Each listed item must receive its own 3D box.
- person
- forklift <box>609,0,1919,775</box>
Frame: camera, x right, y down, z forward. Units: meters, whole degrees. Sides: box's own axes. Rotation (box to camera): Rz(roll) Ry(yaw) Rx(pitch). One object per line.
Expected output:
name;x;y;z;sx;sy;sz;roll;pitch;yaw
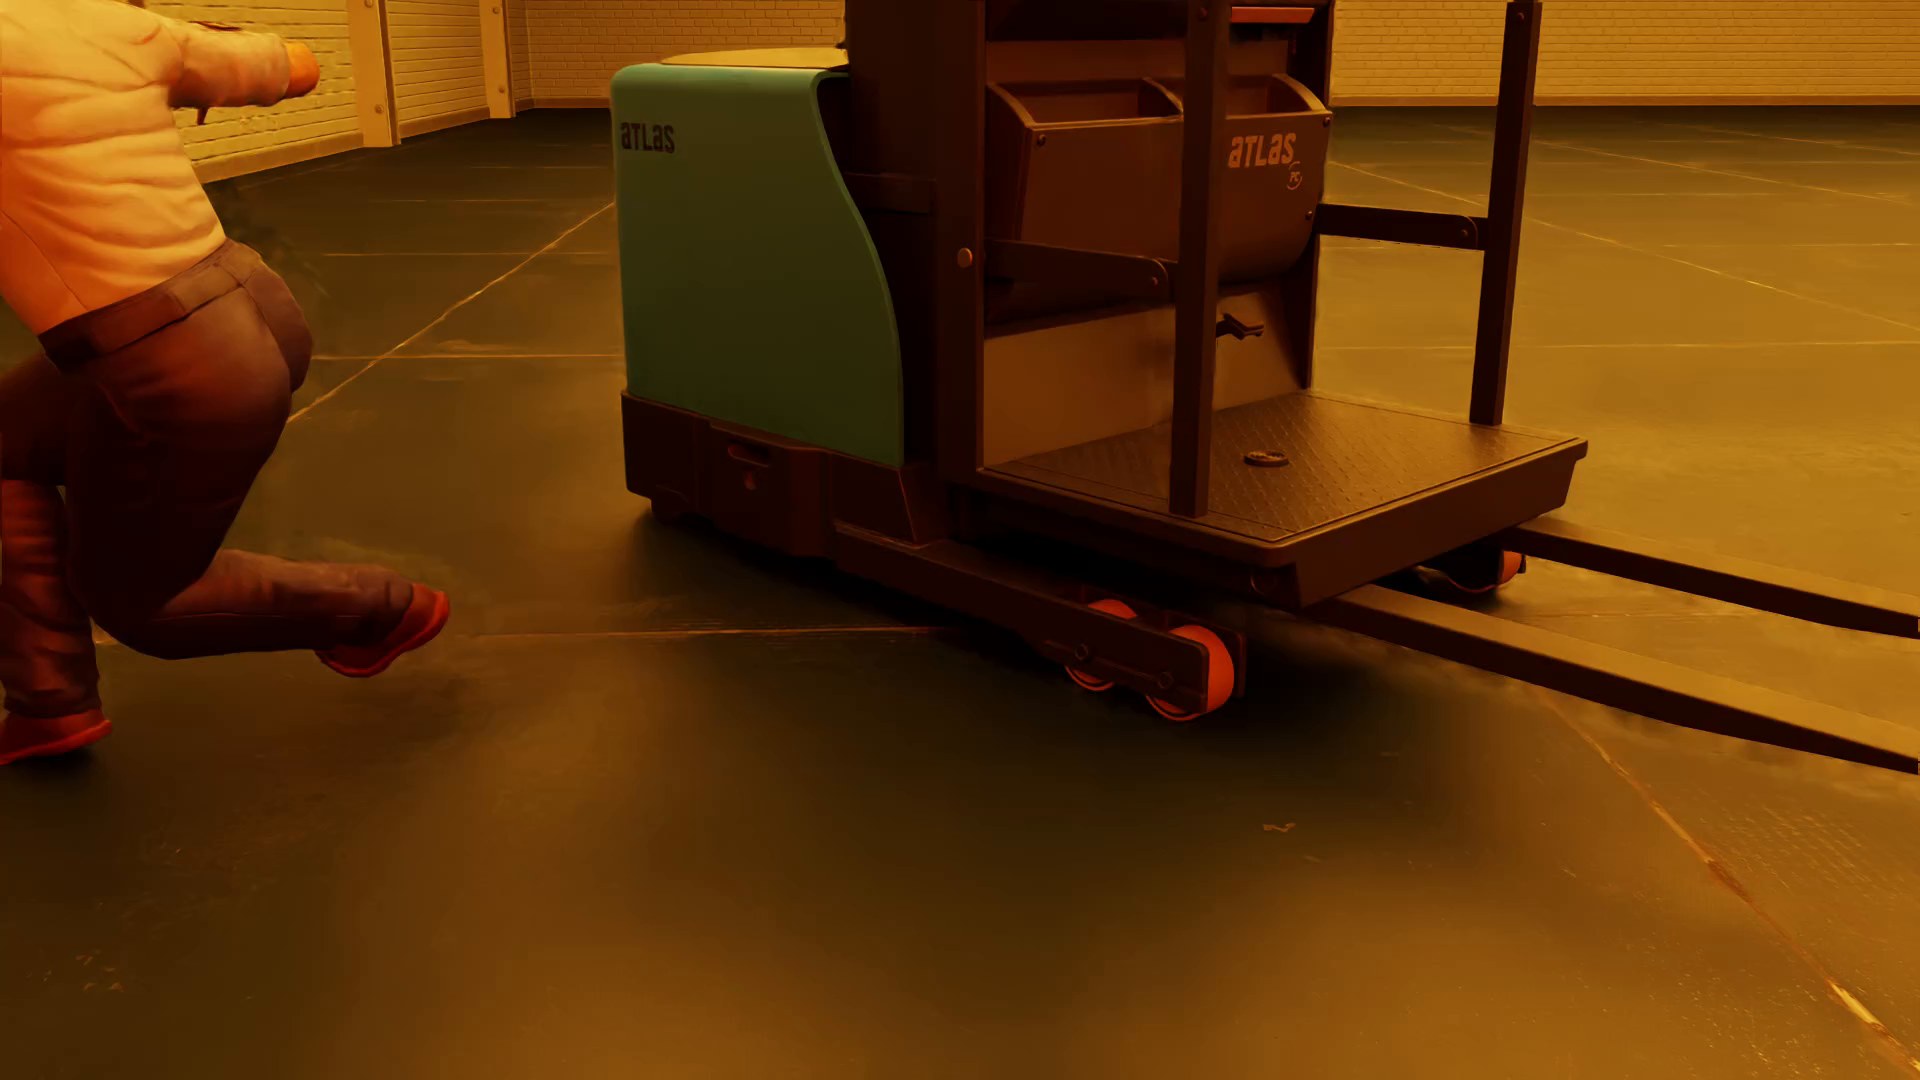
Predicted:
person;-1.441;-0.337;2.683;1.061;1.420;0.805;1;17;2
forklift;0.559;-1.256;3.014;1.130;2.935;3.031;-16;23;-42
